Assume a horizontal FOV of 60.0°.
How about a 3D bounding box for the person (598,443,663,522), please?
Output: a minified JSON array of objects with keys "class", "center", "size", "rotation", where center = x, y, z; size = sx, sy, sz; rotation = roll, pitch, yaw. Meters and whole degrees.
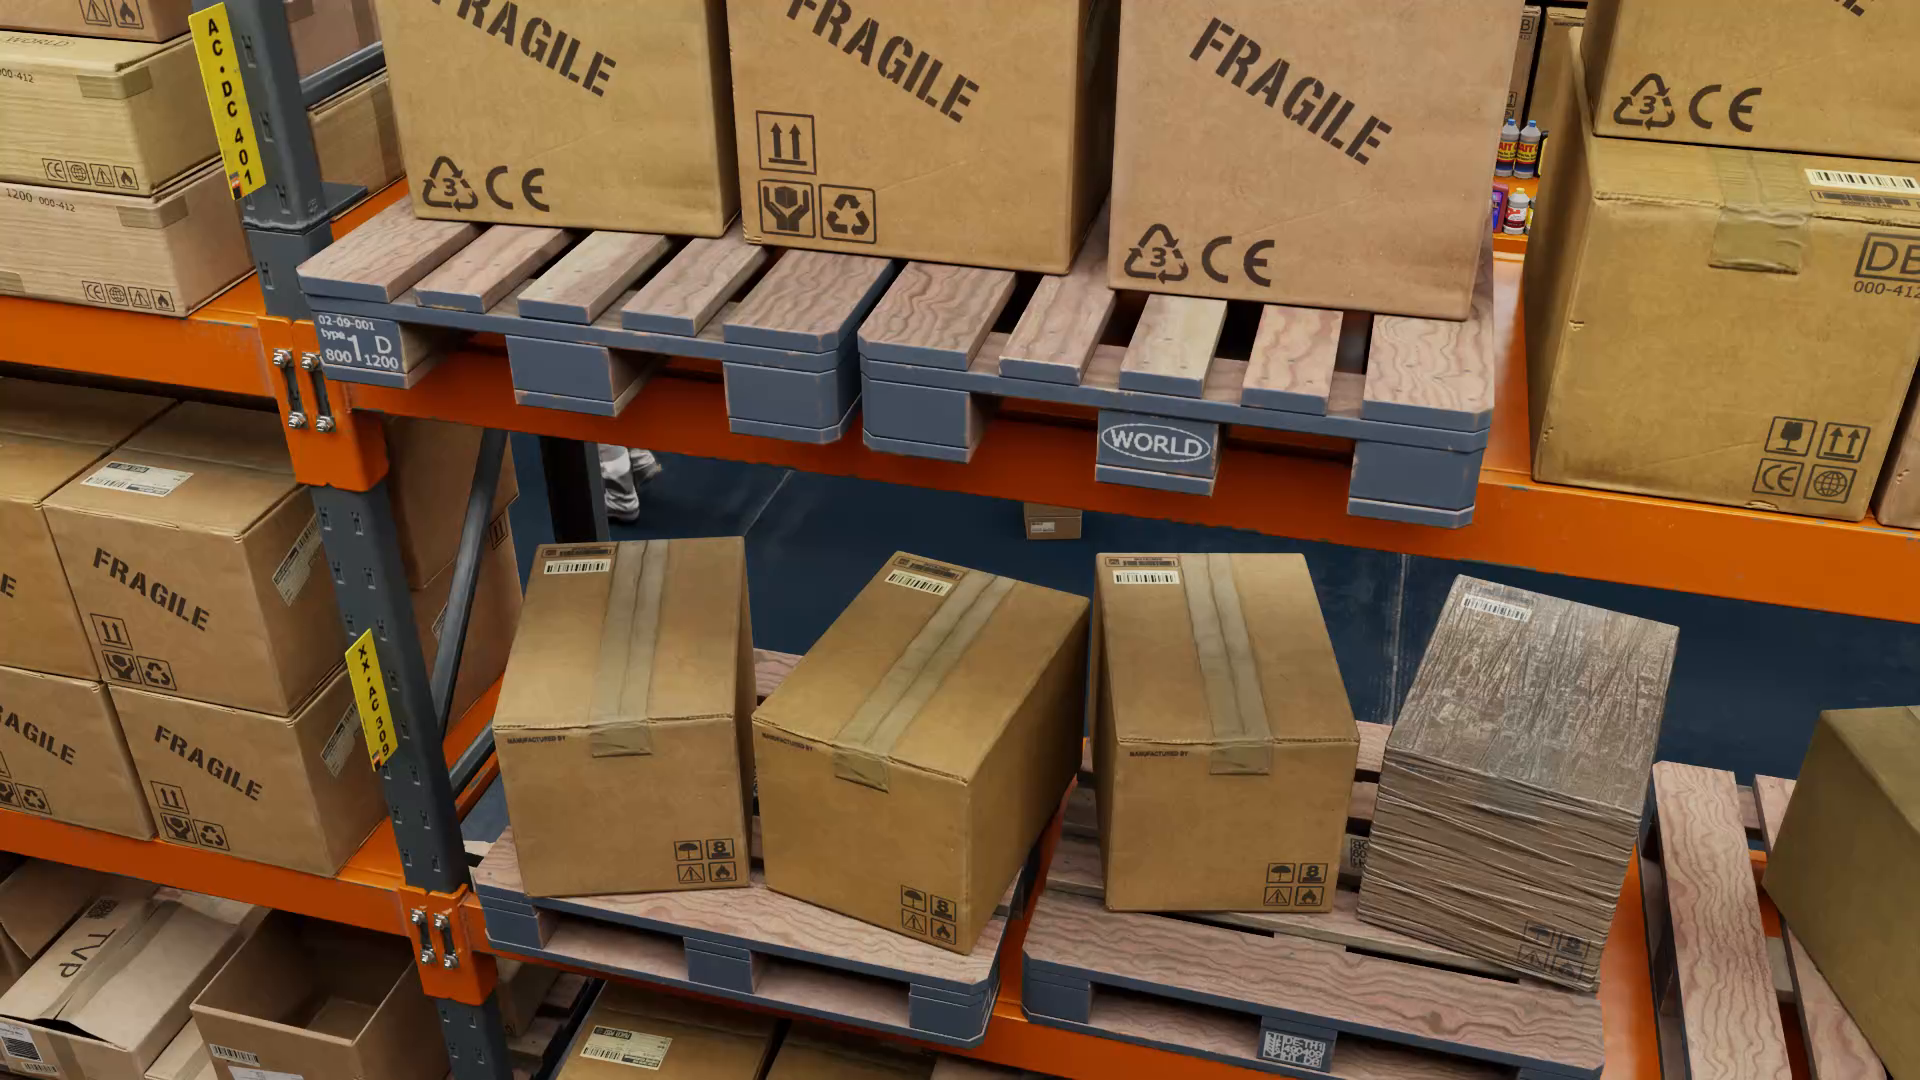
[{"class":"person","center":[-1.665,-0.890,7.470],"size":[0.444,1.793,0.531],"rotation":[11,34,16]}]
